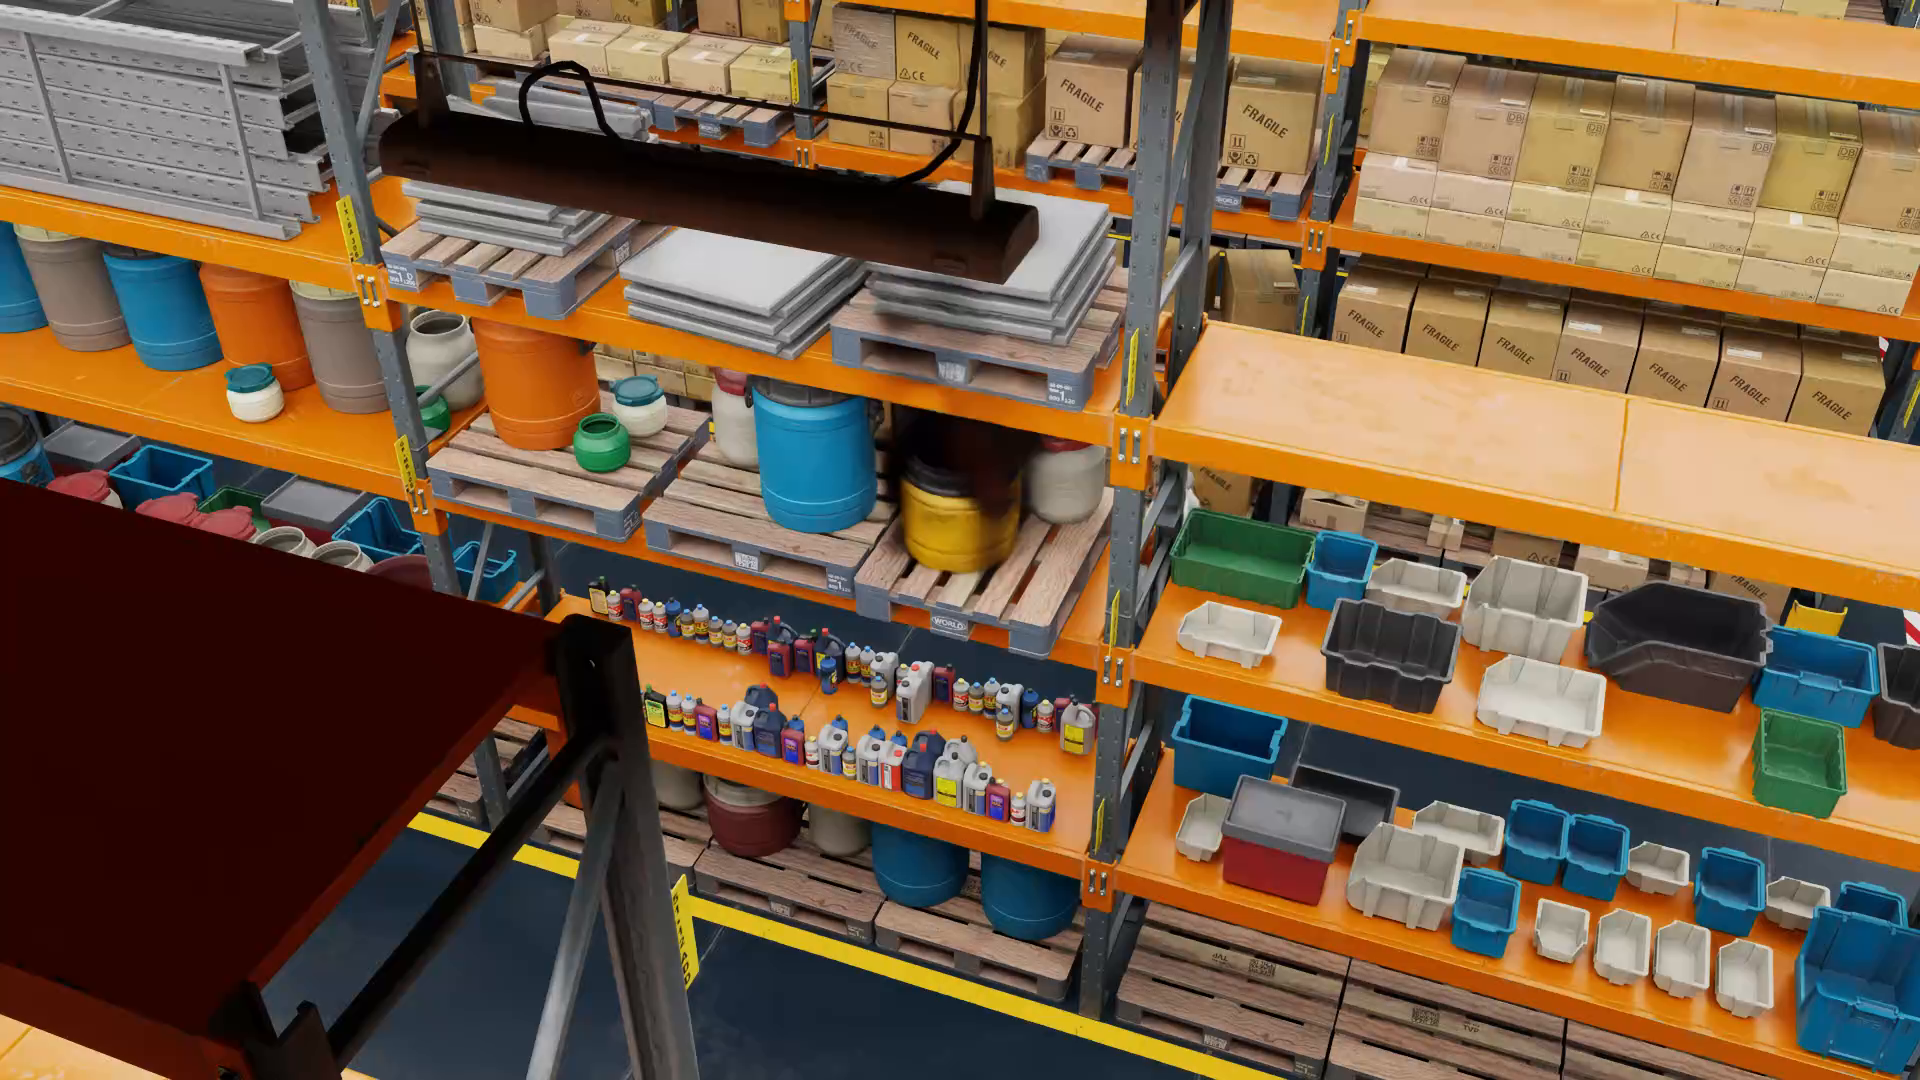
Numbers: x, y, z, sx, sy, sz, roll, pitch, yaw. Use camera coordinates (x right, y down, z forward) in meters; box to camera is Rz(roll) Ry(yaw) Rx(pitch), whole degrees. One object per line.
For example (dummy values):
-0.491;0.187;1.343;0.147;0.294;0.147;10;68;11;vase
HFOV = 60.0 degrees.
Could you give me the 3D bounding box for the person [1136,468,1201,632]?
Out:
1.376;0.163;11.716;0.590;1.743;0.657;6;37;9;person
